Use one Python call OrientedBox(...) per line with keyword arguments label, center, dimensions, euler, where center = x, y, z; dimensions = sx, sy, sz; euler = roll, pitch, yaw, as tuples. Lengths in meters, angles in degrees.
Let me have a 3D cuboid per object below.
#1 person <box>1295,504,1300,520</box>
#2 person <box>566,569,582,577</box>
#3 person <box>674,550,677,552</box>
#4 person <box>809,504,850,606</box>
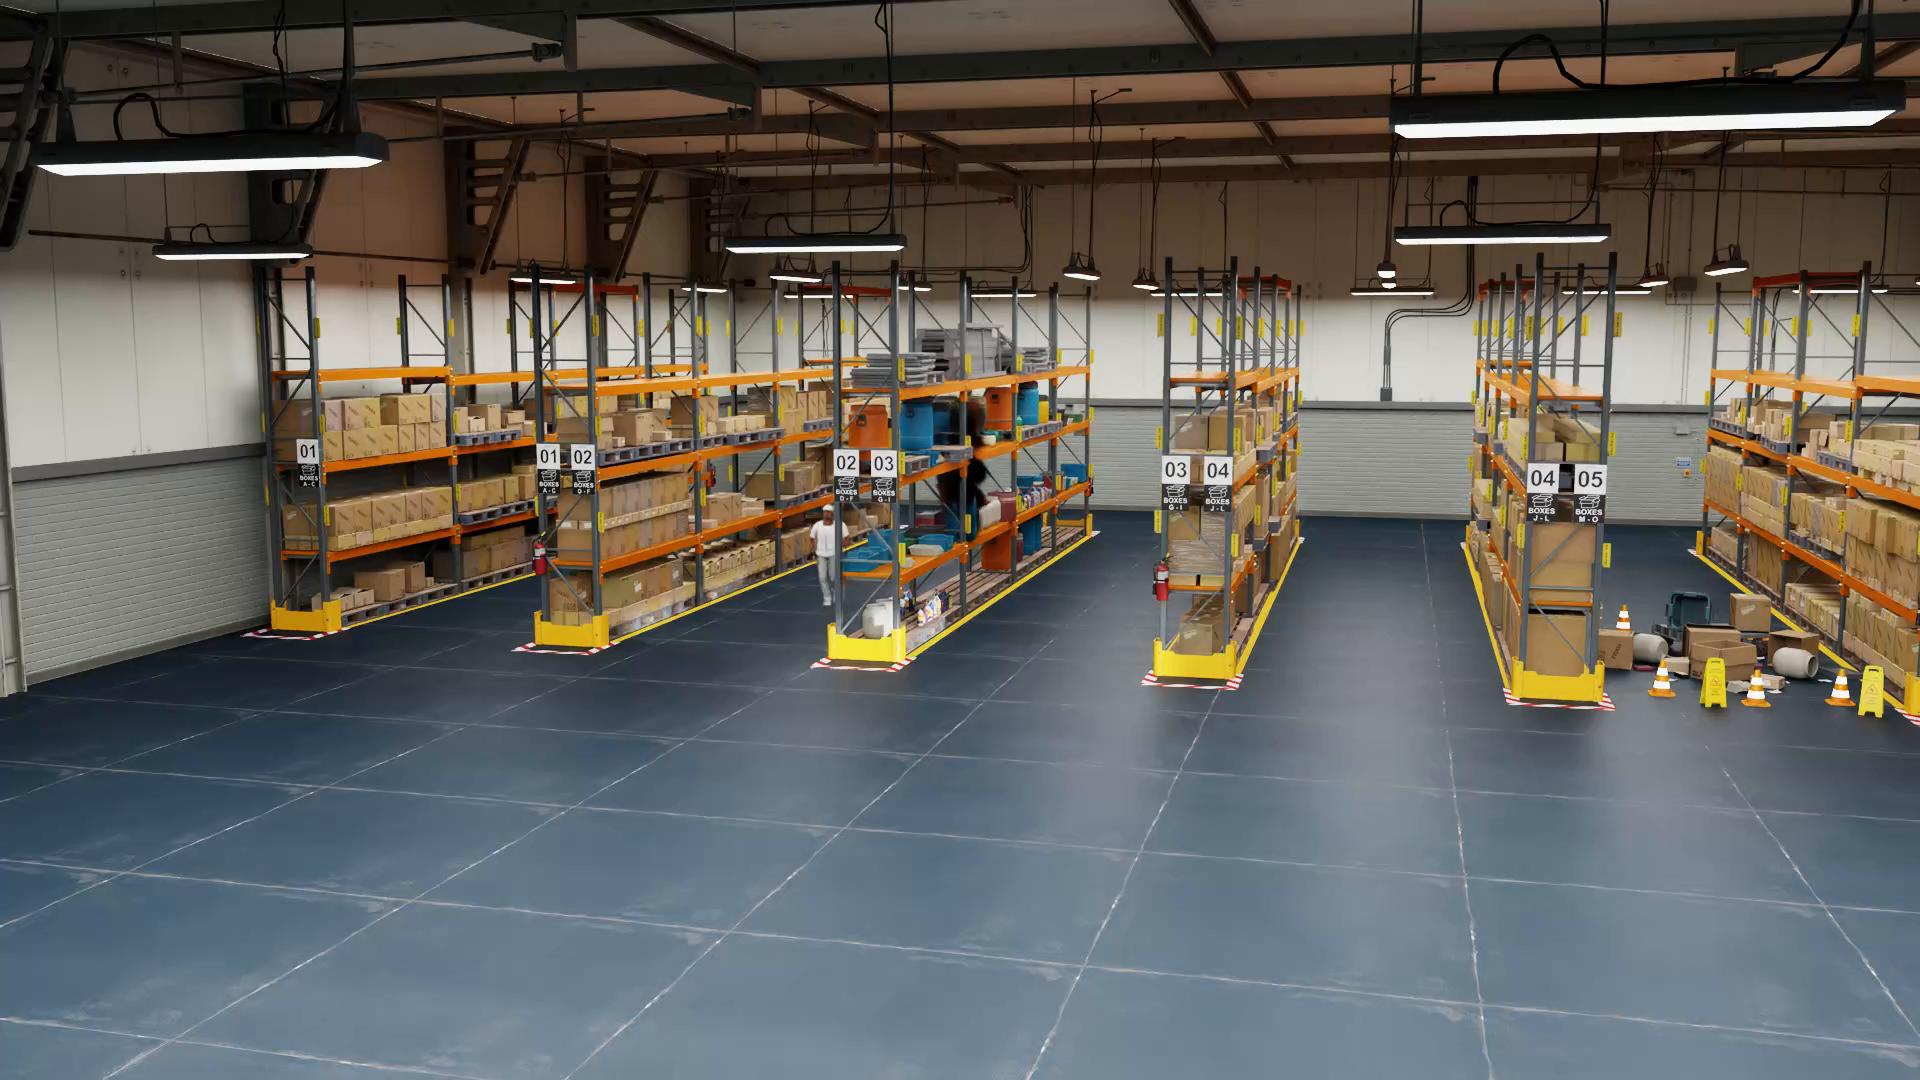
OrientedBox(label="person", center=(7.984, -0.934, 40.580), dimensions=(0.525, 1.539, 0.594), euler=(-6, 9, -39))
OrientedBox(label="person", center=(-7.119, 0.226, 30.835), dimensions=(0.656, 1.782, 0.899), euler=(0, 7, 1))
OrientedBox(label="person", center=(-6.379, -0.472, 36.287), dimensions=(0.663, 1.779, 0.940), euler=(1, 7, 9))
OrientedBox(label="person", center=(-2.252, 0.261, 28.382), dimensions=(0.696, 1.735, 0.547), euler=(1, 7, 8))
